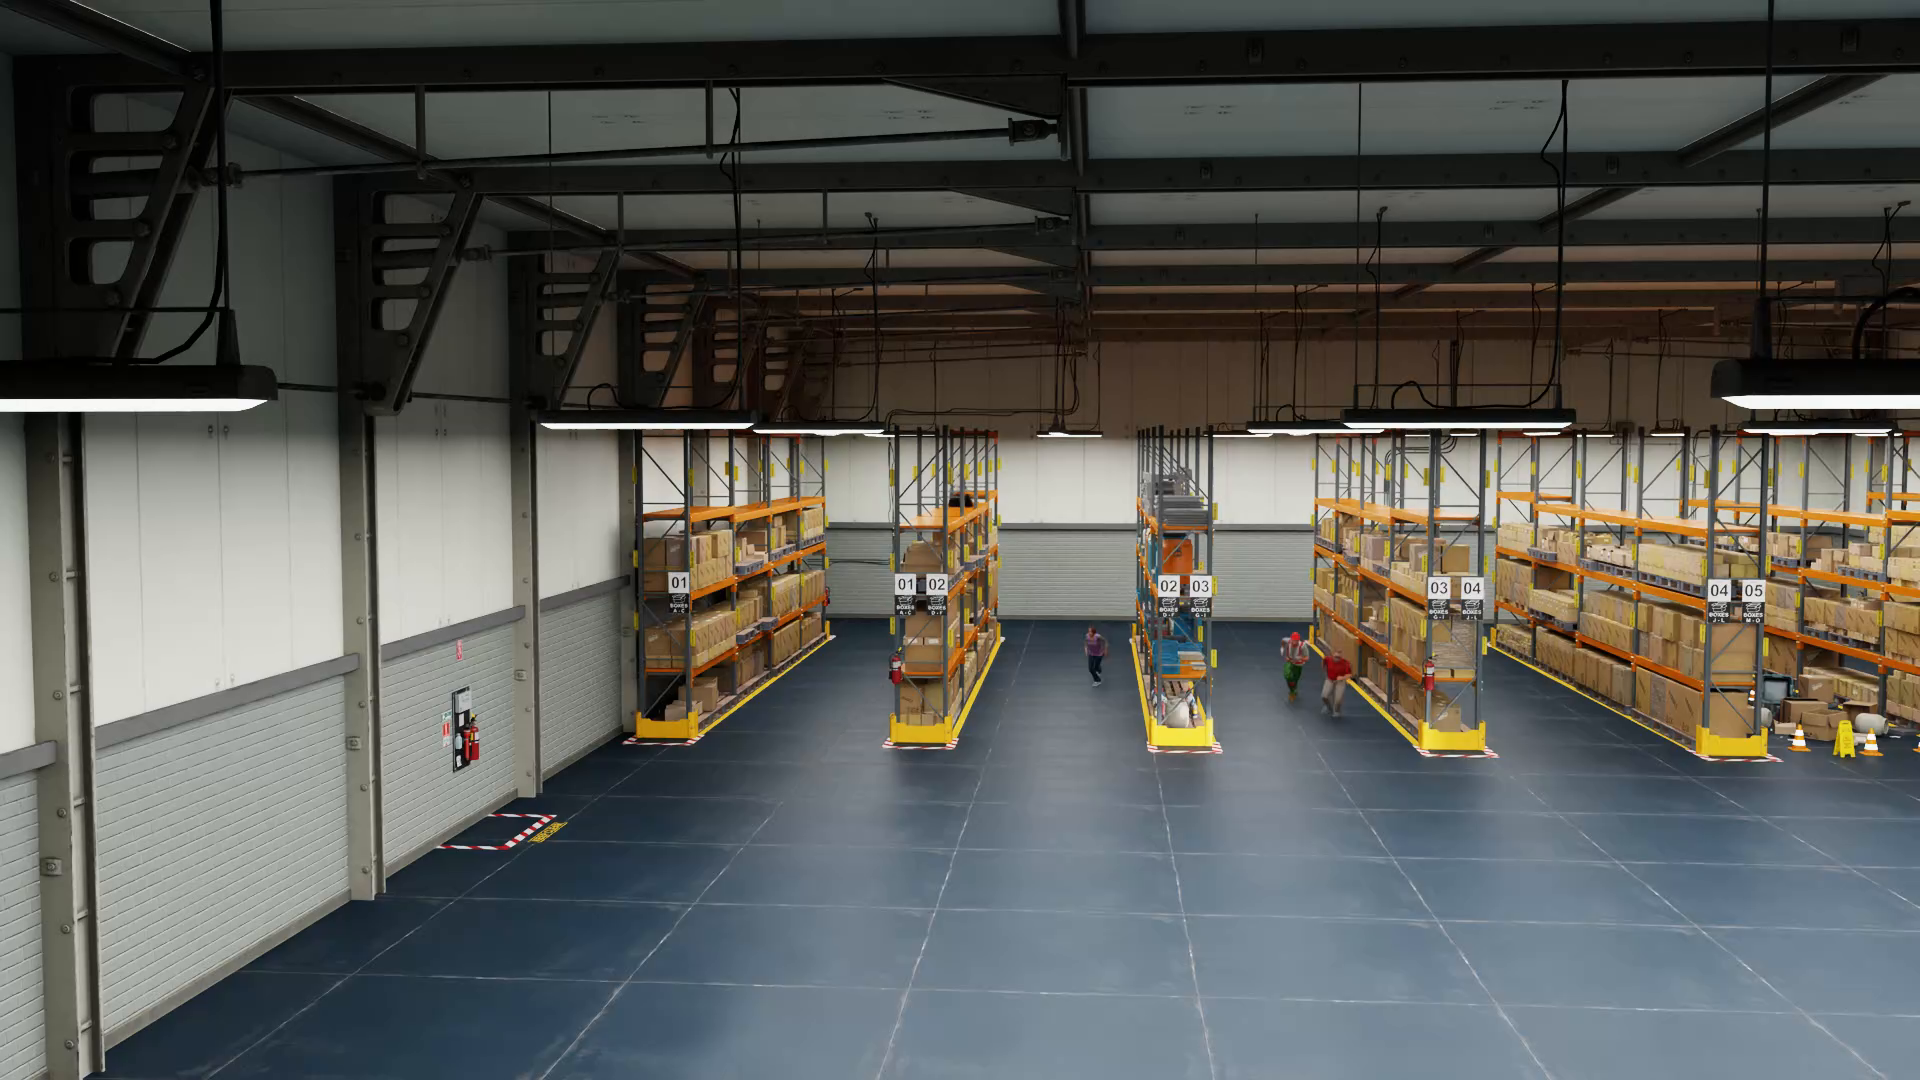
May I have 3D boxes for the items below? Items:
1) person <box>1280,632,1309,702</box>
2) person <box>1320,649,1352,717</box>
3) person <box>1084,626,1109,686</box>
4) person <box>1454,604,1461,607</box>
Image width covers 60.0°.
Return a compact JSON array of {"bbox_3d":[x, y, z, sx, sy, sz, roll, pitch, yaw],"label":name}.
[{"bbox_3d":[7.381,2.759,36.679,0.665,1.549,1.175,1,4,15],"label":"person"},{"bbox_3d":[7.680,2.933,34.028,0.692,1.466,1.000,1,4,22],"label":"person"},{"bbox_3d":[3.170,2.694,38.603,0.561,1.435,0.780,1,4,23],"label":"person"},{"bbox_3d":[13.615,2.111,45.824,0.734,1.726,0.587,1,4,17],"label":"person"}]
